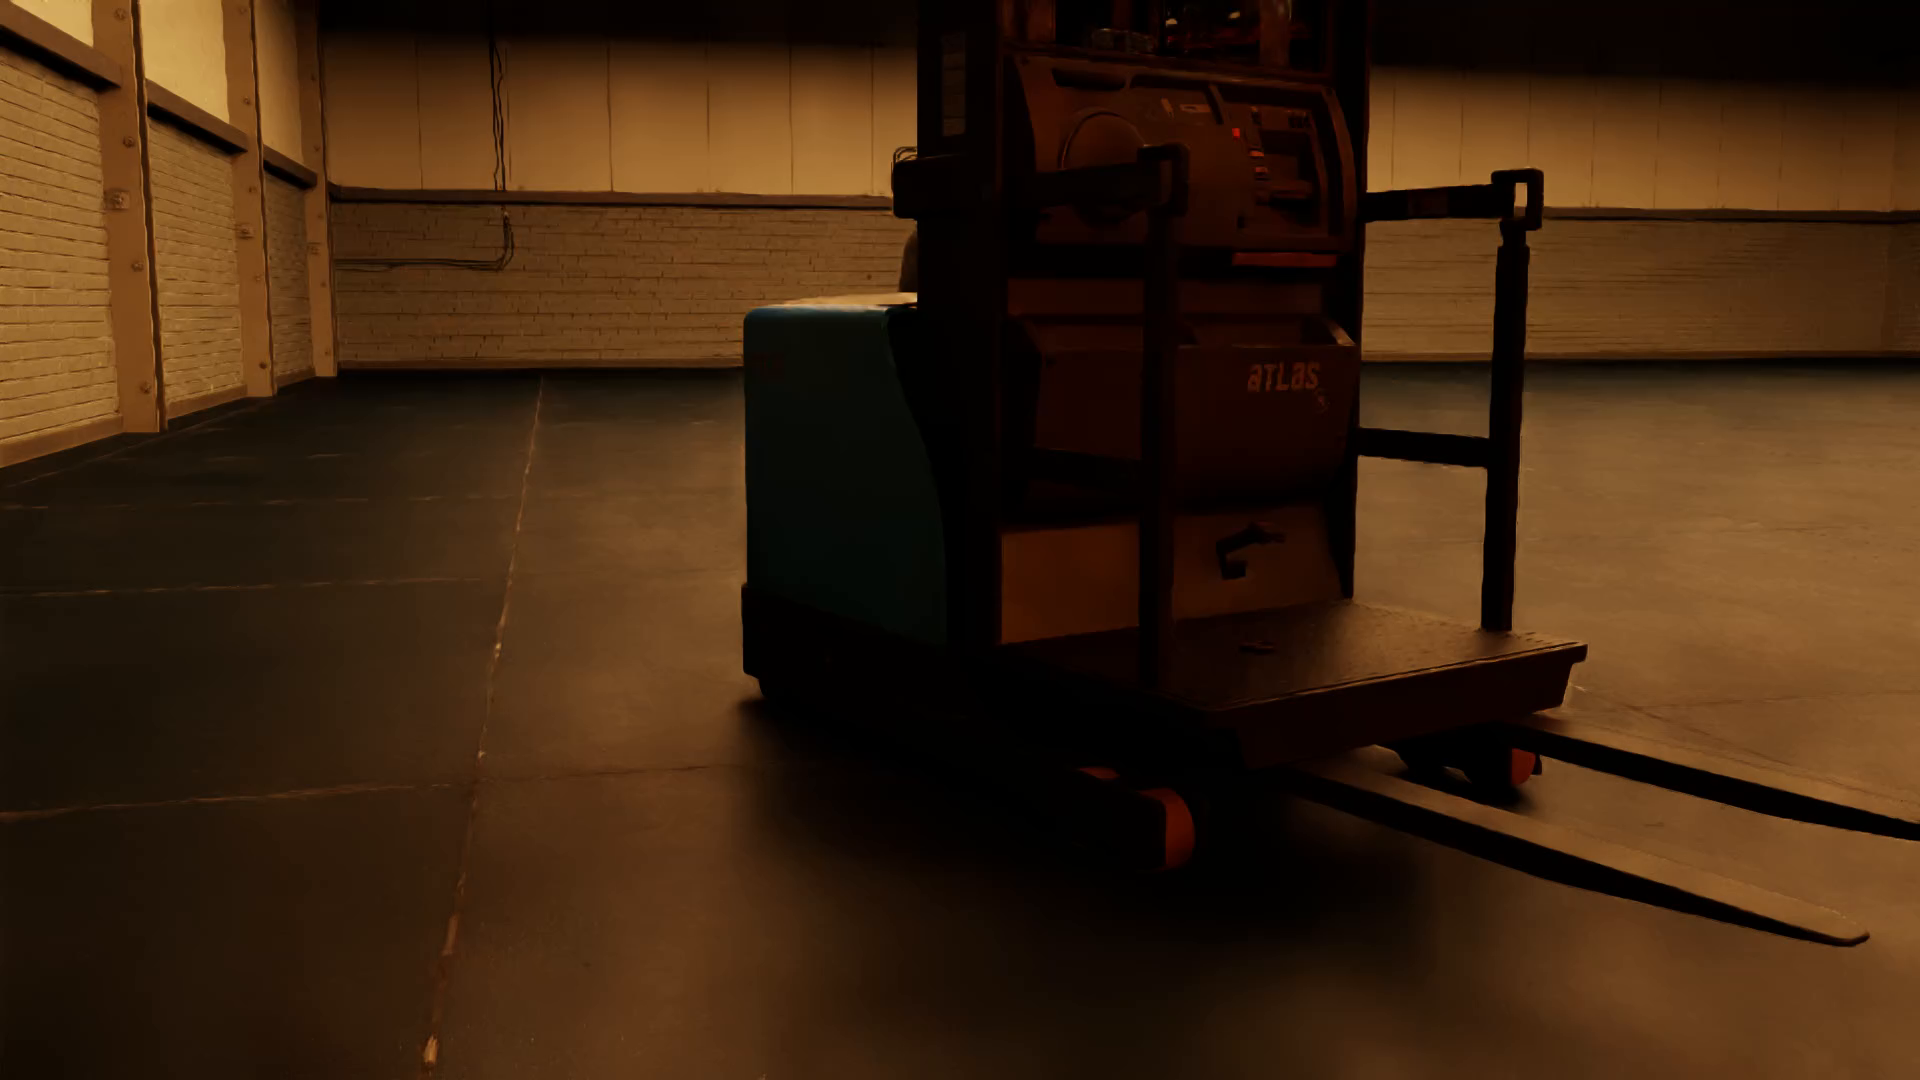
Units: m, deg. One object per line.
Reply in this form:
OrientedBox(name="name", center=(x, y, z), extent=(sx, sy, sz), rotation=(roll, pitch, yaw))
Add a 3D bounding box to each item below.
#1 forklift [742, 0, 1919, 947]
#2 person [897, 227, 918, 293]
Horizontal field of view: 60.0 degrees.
OrientedBox(name="forklift", center=(0.633, -0.889, 3.492), extent=(1.130, 2.935, 3.031), rotation=(-5, 10, -33))
OrientedBox(name="person", center=(-0.007, -0.868, 7.649), extent=(0.632, 1.720, 0.567), rotation=(-2, 8, -13))
